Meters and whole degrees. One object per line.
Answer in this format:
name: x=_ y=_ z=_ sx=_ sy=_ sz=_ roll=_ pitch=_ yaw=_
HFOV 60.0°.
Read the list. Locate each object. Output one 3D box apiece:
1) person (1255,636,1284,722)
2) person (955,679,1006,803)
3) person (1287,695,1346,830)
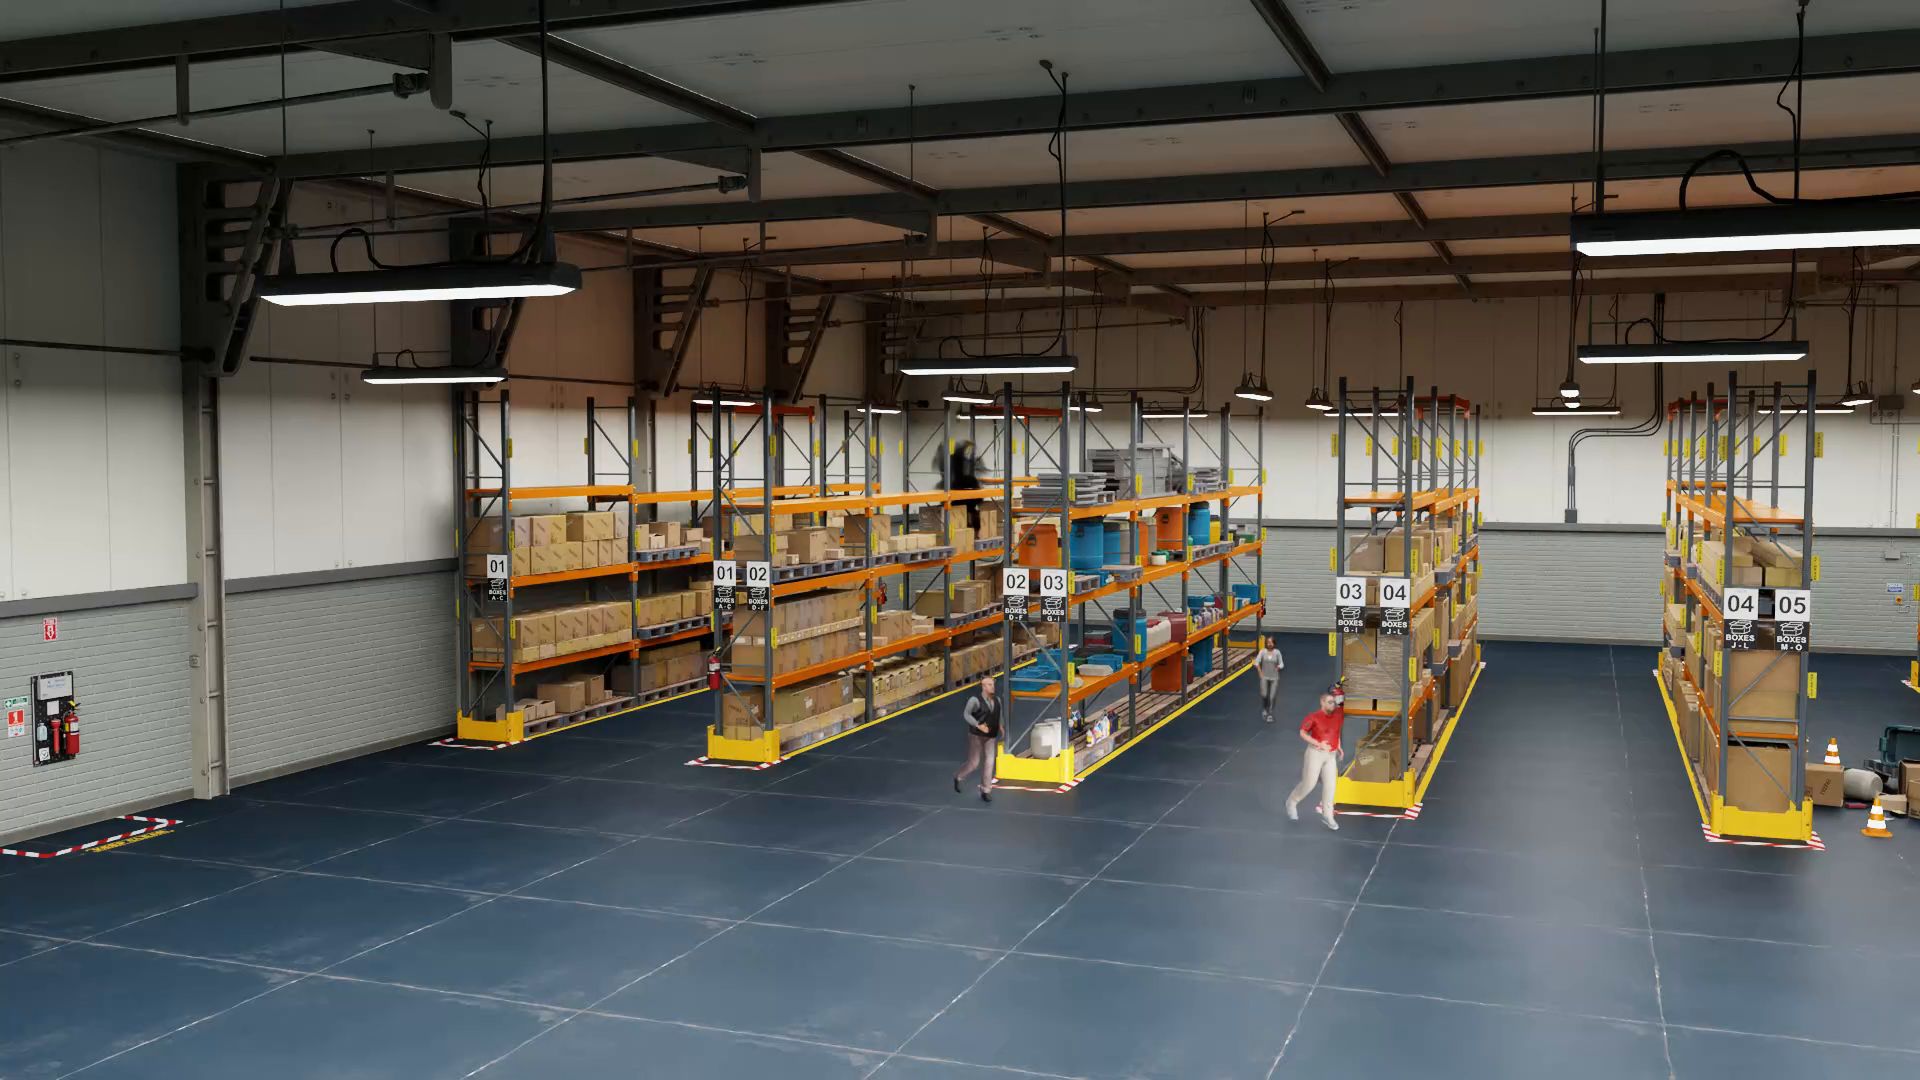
person: x=5.626 y=2.539 z=30.256 sx=0.521 sy=1.575 sz=0.601 roll=1 pitch=3 yaw=9
person: x=0.382 y=2.846 z=23.858 sx=0.708 sy=1.711 sz=0.787 roll=-2 pitch=4 yaw=-32
person: x=4.868 y=2.923 z=22.170 sx=0.715 sy=1.714 sz=0.875 roll=-1 pitch=3 yaw=-25
